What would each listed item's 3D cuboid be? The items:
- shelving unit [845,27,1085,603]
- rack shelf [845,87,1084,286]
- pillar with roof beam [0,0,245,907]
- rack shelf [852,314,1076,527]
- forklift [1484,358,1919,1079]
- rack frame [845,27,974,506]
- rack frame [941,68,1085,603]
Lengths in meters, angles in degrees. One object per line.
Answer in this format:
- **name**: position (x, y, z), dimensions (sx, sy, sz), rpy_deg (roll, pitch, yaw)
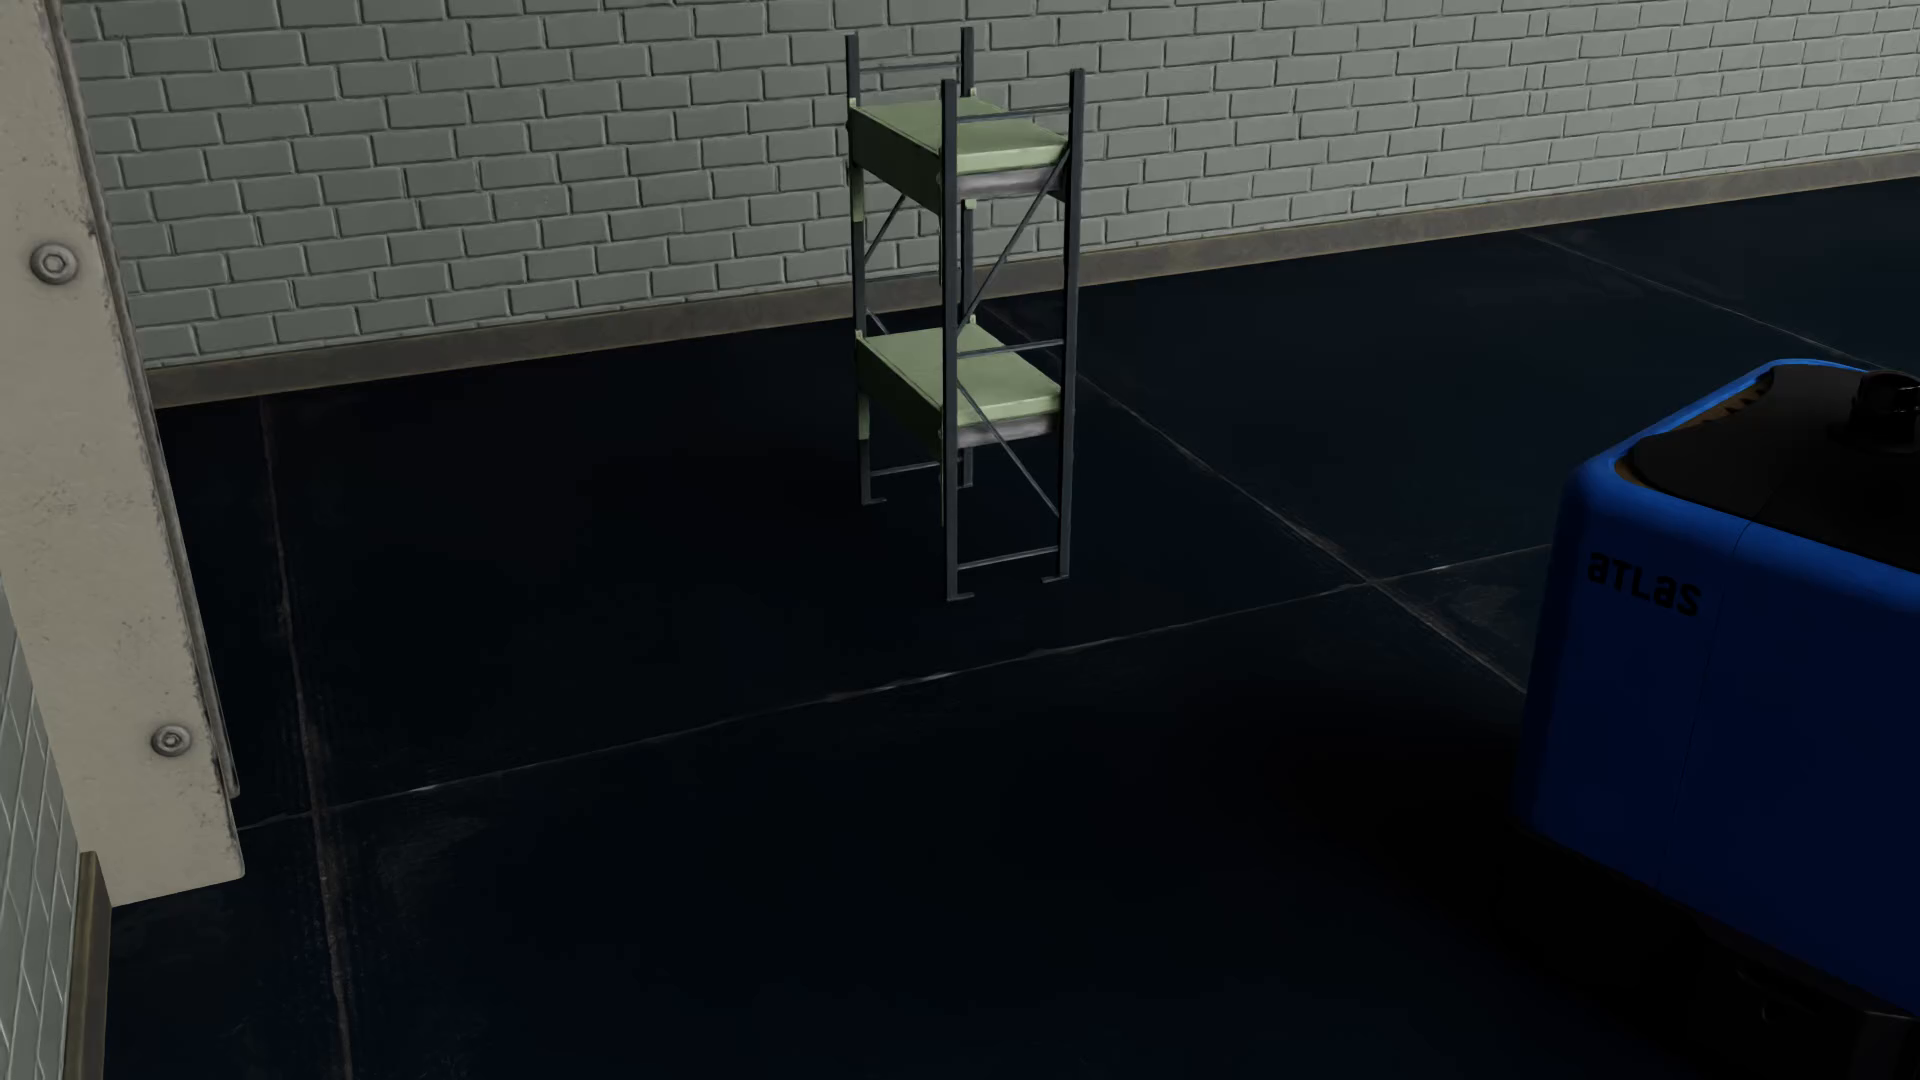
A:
- **shelving unit**: position (-0.003, -0.677, 4.926), dimensions (0.431, 1.500, 0.755), rpy_deg (-11, 28, -21)
- **rack shelf**: position (-0.003, -1.027, 4.755), dimensions (0.431, 0.370, 0.720), rpy_deg (-11, 28, -21)
- **pillar with roof beam**: position (2.146, -4.085, 3.361), dimensions (9.100, 9.000, 0.400), rpy_deg (-11, 28, -21)
- **rack shelf**: position (-0.003, -0.384, 5.069), dimensions (0.431, 0.370, 0.720), rpy_deg (-11, 28, -21)
- **forklift**: position (2.481, -0.154, 2.225), dimensions (1.130, 2.935, 3.031), rpy_deg (-22, 34, -38)
- **rack frame**: position (-0.146, -0.824, 5.229), dimensions (0.400, 1.500, 0.023), rpy_deg (-11, 28, -21)
- **rack frame**: position (0.141, -0.529, 4.624), dimensions (0.400, 1.500, 0.023), rpy_deg (-11, 28, -21)
